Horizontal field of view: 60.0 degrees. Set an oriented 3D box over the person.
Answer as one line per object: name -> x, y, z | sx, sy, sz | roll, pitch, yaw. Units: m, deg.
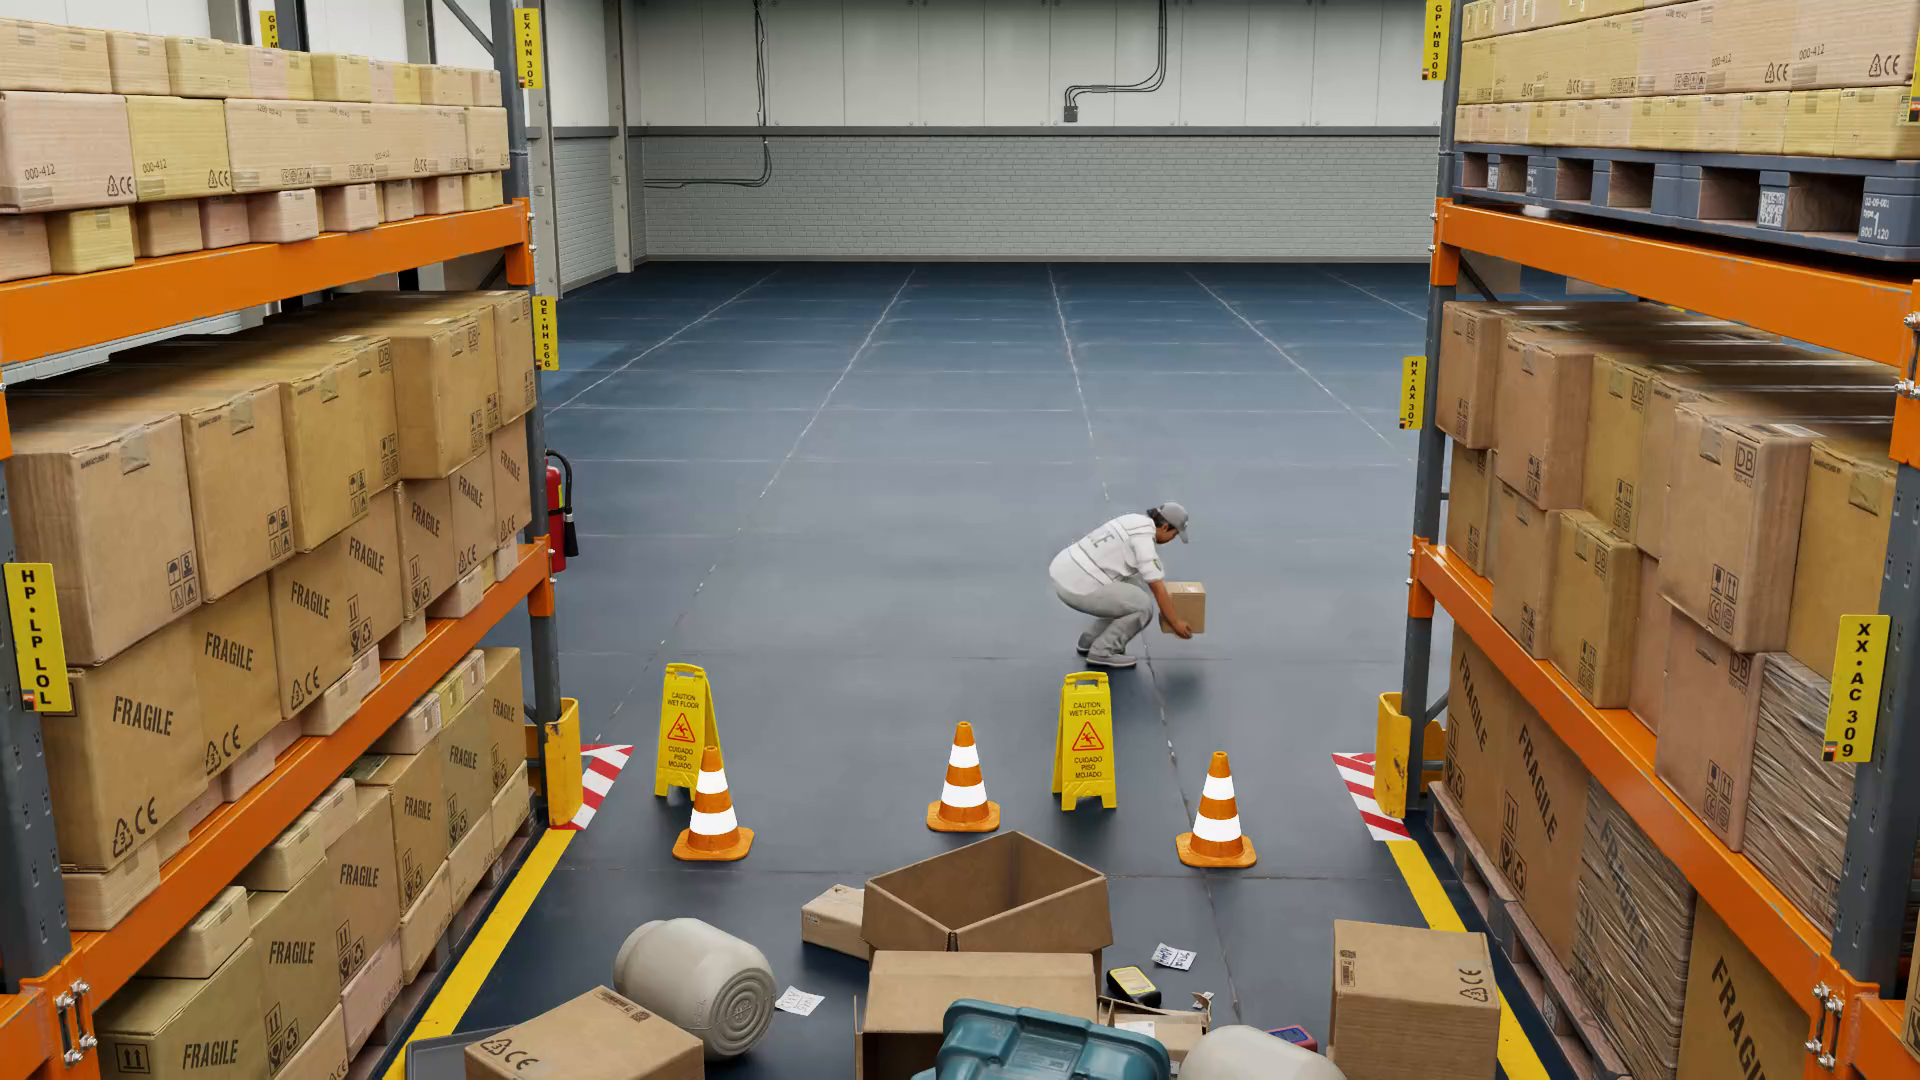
person -> 0.961, 0.252, 9.963 | 0.851, 0.959, 0.517 | 0, 14, 1
